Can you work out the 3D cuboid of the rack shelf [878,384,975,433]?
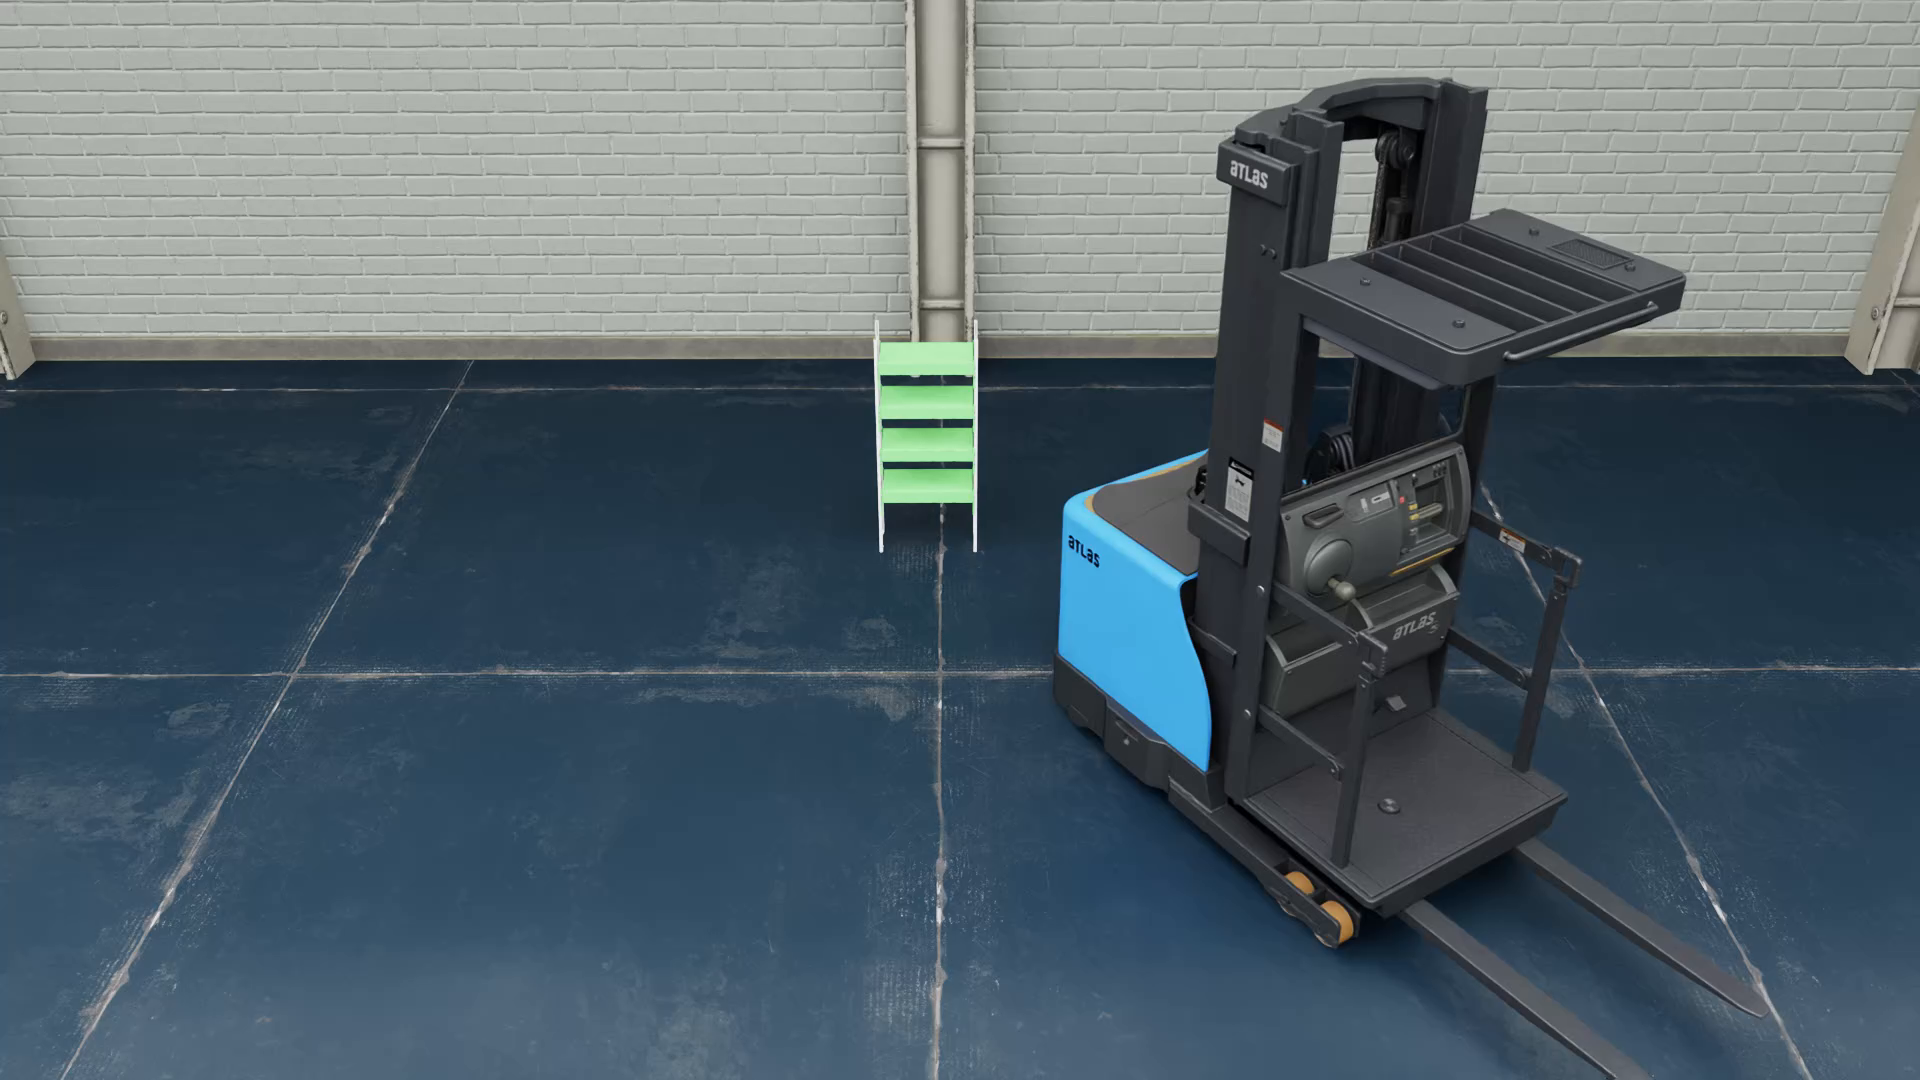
[{"bbox_3d":[-0.166,-0.663,8.347,0.480,0.148,0.258,0,31,0],"label":"rack shelf"}]

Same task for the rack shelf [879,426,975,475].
[{"bbox_3d":[-0.166,-0.458,8.471,0.480,0.148,0.258,0,31,0],"label":"rack shelf"}]

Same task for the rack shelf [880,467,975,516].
[{"bbox_3d":[-0.166,-0.253,8.596,0.480,0.148,0.258,0,31,0],"label":"rack shelf"}]

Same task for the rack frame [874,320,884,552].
[{"bbox_3d":[-0.410,-0.512,8.437,0.015,1.200,0.240,0,31,0],"label":"rack frame"}]

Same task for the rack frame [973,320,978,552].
[{"bbox_3d":[0.078,-0.513,8.439,0.015,1.200,0.240,0,31,0],"label":"rack frame"}]

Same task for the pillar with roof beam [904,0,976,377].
[{"bbox_3d":[-0.086,-2.718,4.555,0.400,9.000,9.100,0,31,0],"label":"pillar with roof beam"}]

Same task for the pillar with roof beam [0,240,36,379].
[{"bbox_3d":[-6.086,-2.699,4.524,0.400,9.000,9.100,0,31,0],"label":"pillar with roof beam"}]

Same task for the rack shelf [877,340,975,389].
[{"bbox_3d":[-0.166,-0.868,8.222,0.480,0.148,0.258,0,31,0],"label":"rack shelf"}]

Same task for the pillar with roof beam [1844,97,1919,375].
[{"bbox_3d":[5.914,-2.737,4.586,0.400,9.000,9.100,0,31,0],"label":"pillar with roof beam"}]

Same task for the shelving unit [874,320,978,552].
[{"bbox_3d":[-0.166,-0.512,8.438,0.503,1.200,0.258,0,31,0],"label":"shelving unit"}]

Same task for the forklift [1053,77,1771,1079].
[{"bbox_3d":[1.653,-0.013,5.947,1.130,2.935,3.031,-19,36,-28],"label":"forklift"}]
